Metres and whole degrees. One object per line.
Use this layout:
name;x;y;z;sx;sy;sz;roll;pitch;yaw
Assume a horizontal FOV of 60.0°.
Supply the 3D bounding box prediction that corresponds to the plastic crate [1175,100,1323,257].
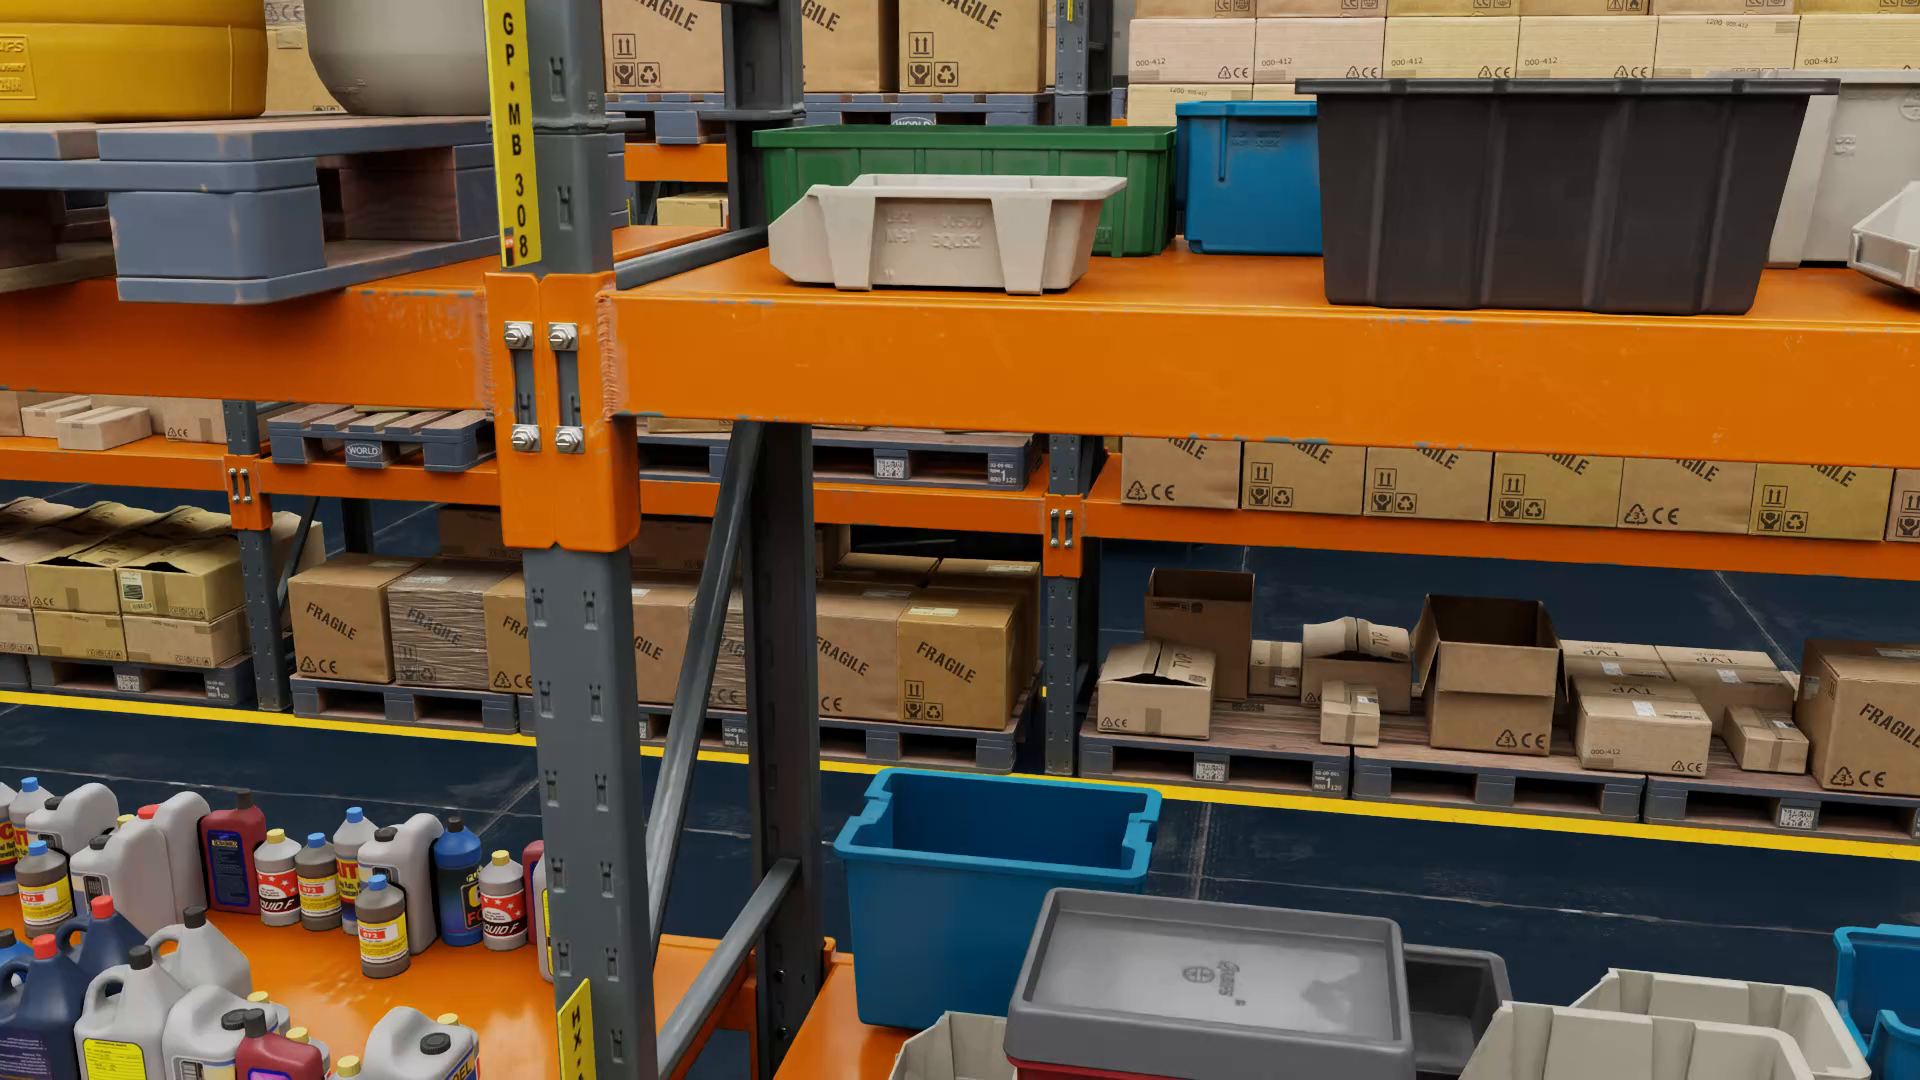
plastic crate;0.513;-0.600;2.735;0.300;0.233;0.416;3;16;11

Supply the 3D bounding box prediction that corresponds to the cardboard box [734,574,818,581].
cardboard box;-0.891;0.353;8.456;0.500;0.500;0.500;3;16;12

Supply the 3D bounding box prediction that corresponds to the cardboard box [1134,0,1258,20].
cardboard box;1.032;-2.456;7.059;0.500;0.500;0.700;3;16;11

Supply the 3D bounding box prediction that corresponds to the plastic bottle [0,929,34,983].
plastic bottle;-1.739;0.845;3.062;0.097;0.271;0.097;0;15;0

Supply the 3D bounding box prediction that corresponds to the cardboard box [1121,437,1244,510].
cardboard box;0.993;-0.446;7.295;0.500;0.500;0.500;4;16;13

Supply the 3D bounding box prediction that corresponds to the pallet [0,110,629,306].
pallet;-1.231;-0.571;2.669;1.003;0.211;1.213;3;16;11

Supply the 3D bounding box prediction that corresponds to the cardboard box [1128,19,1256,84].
cardboard box;0.975;-2.019;6.888;0.500;0.250;0.500;3;16;11

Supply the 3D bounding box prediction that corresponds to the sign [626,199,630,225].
sign;-2.487;-2.382;12.452;0.005;0.325;0.100;3;16;11

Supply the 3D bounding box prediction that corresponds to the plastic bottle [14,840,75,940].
plastic bottle;-1.962;0.743;3.562;0.097;0.201;0.097;0;15;0

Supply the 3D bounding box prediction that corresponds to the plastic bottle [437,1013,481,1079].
plastic bottle;-0.887;0.925;2.904;0.097;0.201;0.097;0;15;0

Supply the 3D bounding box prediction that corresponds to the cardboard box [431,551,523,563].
cardboard box;-2.409;0.272;8.749;0.500;0.500;0.500;4;16;13

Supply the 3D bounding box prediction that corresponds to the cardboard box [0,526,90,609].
cardboard box;-4.939;0.127;8.729;0.500;0.311;0.500;3;16;11

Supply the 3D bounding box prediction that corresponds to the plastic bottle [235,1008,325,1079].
plastic bottle;-1.129;0.919;2.773;0.133;0.283;0.061;3;16;11

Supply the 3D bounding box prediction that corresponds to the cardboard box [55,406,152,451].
cardboard box;-4.309;-0.563;8.377;0.250;0.149;0.380;3;16;11

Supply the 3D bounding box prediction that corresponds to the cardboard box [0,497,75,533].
cardboard box;-5.346;-0.042;9.337;0.500;0.311;0.500;3;16;10

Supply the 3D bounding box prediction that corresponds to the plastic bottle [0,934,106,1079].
plastic bottle;-1.590;0.850;2.896;0.185;0.351;0.144;3;16;11

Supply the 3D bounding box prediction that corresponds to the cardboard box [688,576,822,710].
cardboard box;-0.967;0.490;7.962;0.500;0.500;0.500;3;16;12

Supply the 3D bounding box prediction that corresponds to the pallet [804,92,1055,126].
pallet;-0.077;-1.904;7.479;1.003;0.211;1.213;3;16;11

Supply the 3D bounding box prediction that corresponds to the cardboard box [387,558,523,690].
cardboard box;-2.469;0.409;8.254;0.500;0.500;0.500;3;16;9

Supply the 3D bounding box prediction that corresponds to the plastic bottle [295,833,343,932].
plastic bottle;-1.383;0.733;3.598;0.097;0.201;0.097;0;15;0

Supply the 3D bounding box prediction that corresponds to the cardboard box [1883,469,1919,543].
cardboard box;3.974;-0.284;6.711;0.500;0.500;0.500;4;16;13

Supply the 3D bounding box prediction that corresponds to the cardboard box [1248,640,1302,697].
cardboard box;1.542;0.626;8.128;0.250;0.149;0.380;3;16;11

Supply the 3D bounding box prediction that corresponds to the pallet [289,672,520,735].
pallet;-2.648;0.685;8.625;1.213;0.211;1.003;3;16;11

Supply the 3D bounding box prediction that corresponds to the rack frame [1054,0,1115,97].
rack frame;0.548;-3.387;6.862;0.127;3.000;1.000;3;16;11

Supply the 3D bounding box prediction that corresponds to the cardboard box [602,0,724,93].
cardboard box;-1.239;-2.357;7.600;0.600;0.600;0.600;2;16;9

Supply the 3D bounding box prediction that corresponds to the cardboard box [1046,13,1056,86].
cardboard box;0.691;-3.573;12.142;0.500;0.500;0.700;2;16;8

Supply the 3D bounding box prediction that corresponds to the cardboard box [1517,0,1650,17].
cardboard box;2.505;-2.380;6.786;0.500;0.500;0.700;3;16;11

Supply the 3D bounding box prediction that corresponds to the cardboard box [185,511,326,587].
cardboard box;-3.827;0.039;9.046;0.500;0.311;0.500;4;16;13

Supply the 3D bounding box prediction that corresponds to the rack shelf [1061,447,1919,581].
rack shelf;2.508;-0.043;7.375;4.000;0.370;1.077;3;16;11

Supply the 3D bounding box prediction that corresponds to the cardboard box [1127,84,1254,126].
cardboard box;0.975;-1.779;6.956;0.500;0.250;0.500;3;16;11

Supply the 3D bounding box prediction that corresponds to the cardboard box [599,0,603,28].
cardboard box;-1.946;-2.605;7.599;0.500;0.500;0.500;3;16;11

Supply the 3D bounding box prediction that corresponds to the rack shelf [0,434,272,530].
rack shelf;-5.332;-0.468;8.912;4.000;0.370;1.077;3;16;11

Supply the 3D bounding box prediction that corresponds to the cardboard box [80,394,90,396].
cardboard box;-7.333;-1.270;14.315;0.500;0.500;0.500;2;16;7

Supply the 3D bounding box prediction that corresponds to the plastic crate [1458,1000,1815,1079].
plastic crate;1.017;0.957;2.527;0.530;0.282;0.437;3;16;11

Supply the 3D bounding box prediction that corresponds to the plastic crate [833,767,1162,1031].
plastic crate;0.082;0.714;3.213;0.575;0.384;0.392;3;16;11

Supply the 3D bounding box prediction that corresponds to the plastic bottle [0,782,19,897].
plastic bottle;-2.159;0.657;3.741;0.097;0.271;0.097;0;15;0

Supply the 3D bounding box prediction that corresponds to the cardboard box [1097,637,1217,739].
cardboard box;0.916;0.667;7.679;0.500;0.311;0.500;3;16;11

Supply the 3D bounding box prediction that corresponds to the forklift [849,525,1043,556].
forklift;-0.758;-1.364;10.924;3.031;2.935;1.130;-3;16;-11

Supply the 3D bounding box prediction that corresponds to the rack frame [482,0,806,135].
rack frame;-0.443;-2.091;2.185;0.127;3.000;1.000;3;16;11

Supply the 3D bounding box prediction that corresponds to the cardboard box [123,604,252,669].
cardboard box;-3.936;0.450;8.613;0.500;0.250;0.500;3;16;12

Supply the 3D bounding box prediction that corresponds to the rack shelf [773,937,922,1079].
rack shelf;1.517;1.253;2.698;4.000;0.370;1.077;3;16;11

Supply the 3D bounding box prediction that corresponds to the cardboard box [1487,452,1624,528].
cardboard box;2.484;-0.365;7.005;0.500;0.500;0.500;3;16;10

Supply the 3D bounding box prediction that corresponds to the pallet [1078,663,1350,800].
pallet;1.220;0.885;7.903;1.213;0.211;1.003;3;16;11

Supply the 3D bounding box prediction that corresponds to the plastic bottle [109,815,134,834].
plastic bottle;-1.836;0.709;3.687;0.097;0.201;0.097;0;15;0

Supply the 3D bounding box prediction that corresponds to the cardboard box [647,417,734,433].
cardboard box;-1.196;-0.824;7.875;0.500;0.500;0.700;-1;16;-3

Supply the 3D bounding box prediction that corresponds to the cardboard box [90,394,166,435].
cardboard box;-4.210;-0.764;8.798;0.500;0.311;0.500;3;16;10

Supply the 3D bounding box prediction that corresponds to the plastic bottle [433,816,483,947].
plastic bottle;-1.060;0.717;3.526;0.097;0.271;0.097;0;15;0

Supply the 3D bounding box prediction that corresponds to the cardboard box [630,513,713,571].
cardboard box;-1.349;-0.034;8.449;0.500;0.250;0.500;3;16;10

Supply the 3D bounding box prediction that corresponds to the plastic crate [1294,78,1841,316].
plastic crate;0.720;-0.445;2.106;0.590;0.269;0.497;3;16;11

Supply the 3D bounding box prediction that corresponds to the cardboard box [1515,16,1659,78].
cardboard box;2.443;-1.937;6.591;0.500;0.250;0.500;3;16;11

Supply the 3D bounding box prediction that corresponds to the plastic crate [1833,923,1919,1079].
plastic crate;1.716;0.879;2.901;0.300;0.233;0.416;3;16;11

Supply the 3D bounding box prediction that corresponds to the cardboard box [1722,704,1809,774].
cardboard box;3.507;0.861;7.249;0.250;0.166;0.380;3;16;11

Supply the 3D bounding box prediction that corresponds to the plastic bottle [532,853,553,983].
plastic bottle;-0.763;0.718;3.374;0.185;0.351;0.144;3;16;11

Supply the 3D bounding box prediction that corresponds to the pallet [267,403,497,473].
pallet;-2.694;-0.599;8.393;1.003;0.211;1.213;3;16;11

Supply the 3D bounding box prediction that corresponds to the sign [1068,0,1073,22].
sign;0.441;-2.235;6.616;0.005;0.325;0.100;3;16;11

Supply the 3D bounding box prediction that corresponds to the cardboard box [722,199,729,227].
cardboard box;-1.468;-2.447;12.521;0.500;0.250;0.500;3;16;10

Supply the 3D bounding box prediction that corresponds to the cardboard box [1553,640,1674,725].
cardboard box;3.011;0.674;7.768;0.500;0.250;0.500;3;16;11

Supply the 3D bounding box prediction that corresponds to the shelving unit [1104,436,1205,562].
shelving unit;1.245;-0.666;11.087;0.755;1.500;0.431;6;17;22
